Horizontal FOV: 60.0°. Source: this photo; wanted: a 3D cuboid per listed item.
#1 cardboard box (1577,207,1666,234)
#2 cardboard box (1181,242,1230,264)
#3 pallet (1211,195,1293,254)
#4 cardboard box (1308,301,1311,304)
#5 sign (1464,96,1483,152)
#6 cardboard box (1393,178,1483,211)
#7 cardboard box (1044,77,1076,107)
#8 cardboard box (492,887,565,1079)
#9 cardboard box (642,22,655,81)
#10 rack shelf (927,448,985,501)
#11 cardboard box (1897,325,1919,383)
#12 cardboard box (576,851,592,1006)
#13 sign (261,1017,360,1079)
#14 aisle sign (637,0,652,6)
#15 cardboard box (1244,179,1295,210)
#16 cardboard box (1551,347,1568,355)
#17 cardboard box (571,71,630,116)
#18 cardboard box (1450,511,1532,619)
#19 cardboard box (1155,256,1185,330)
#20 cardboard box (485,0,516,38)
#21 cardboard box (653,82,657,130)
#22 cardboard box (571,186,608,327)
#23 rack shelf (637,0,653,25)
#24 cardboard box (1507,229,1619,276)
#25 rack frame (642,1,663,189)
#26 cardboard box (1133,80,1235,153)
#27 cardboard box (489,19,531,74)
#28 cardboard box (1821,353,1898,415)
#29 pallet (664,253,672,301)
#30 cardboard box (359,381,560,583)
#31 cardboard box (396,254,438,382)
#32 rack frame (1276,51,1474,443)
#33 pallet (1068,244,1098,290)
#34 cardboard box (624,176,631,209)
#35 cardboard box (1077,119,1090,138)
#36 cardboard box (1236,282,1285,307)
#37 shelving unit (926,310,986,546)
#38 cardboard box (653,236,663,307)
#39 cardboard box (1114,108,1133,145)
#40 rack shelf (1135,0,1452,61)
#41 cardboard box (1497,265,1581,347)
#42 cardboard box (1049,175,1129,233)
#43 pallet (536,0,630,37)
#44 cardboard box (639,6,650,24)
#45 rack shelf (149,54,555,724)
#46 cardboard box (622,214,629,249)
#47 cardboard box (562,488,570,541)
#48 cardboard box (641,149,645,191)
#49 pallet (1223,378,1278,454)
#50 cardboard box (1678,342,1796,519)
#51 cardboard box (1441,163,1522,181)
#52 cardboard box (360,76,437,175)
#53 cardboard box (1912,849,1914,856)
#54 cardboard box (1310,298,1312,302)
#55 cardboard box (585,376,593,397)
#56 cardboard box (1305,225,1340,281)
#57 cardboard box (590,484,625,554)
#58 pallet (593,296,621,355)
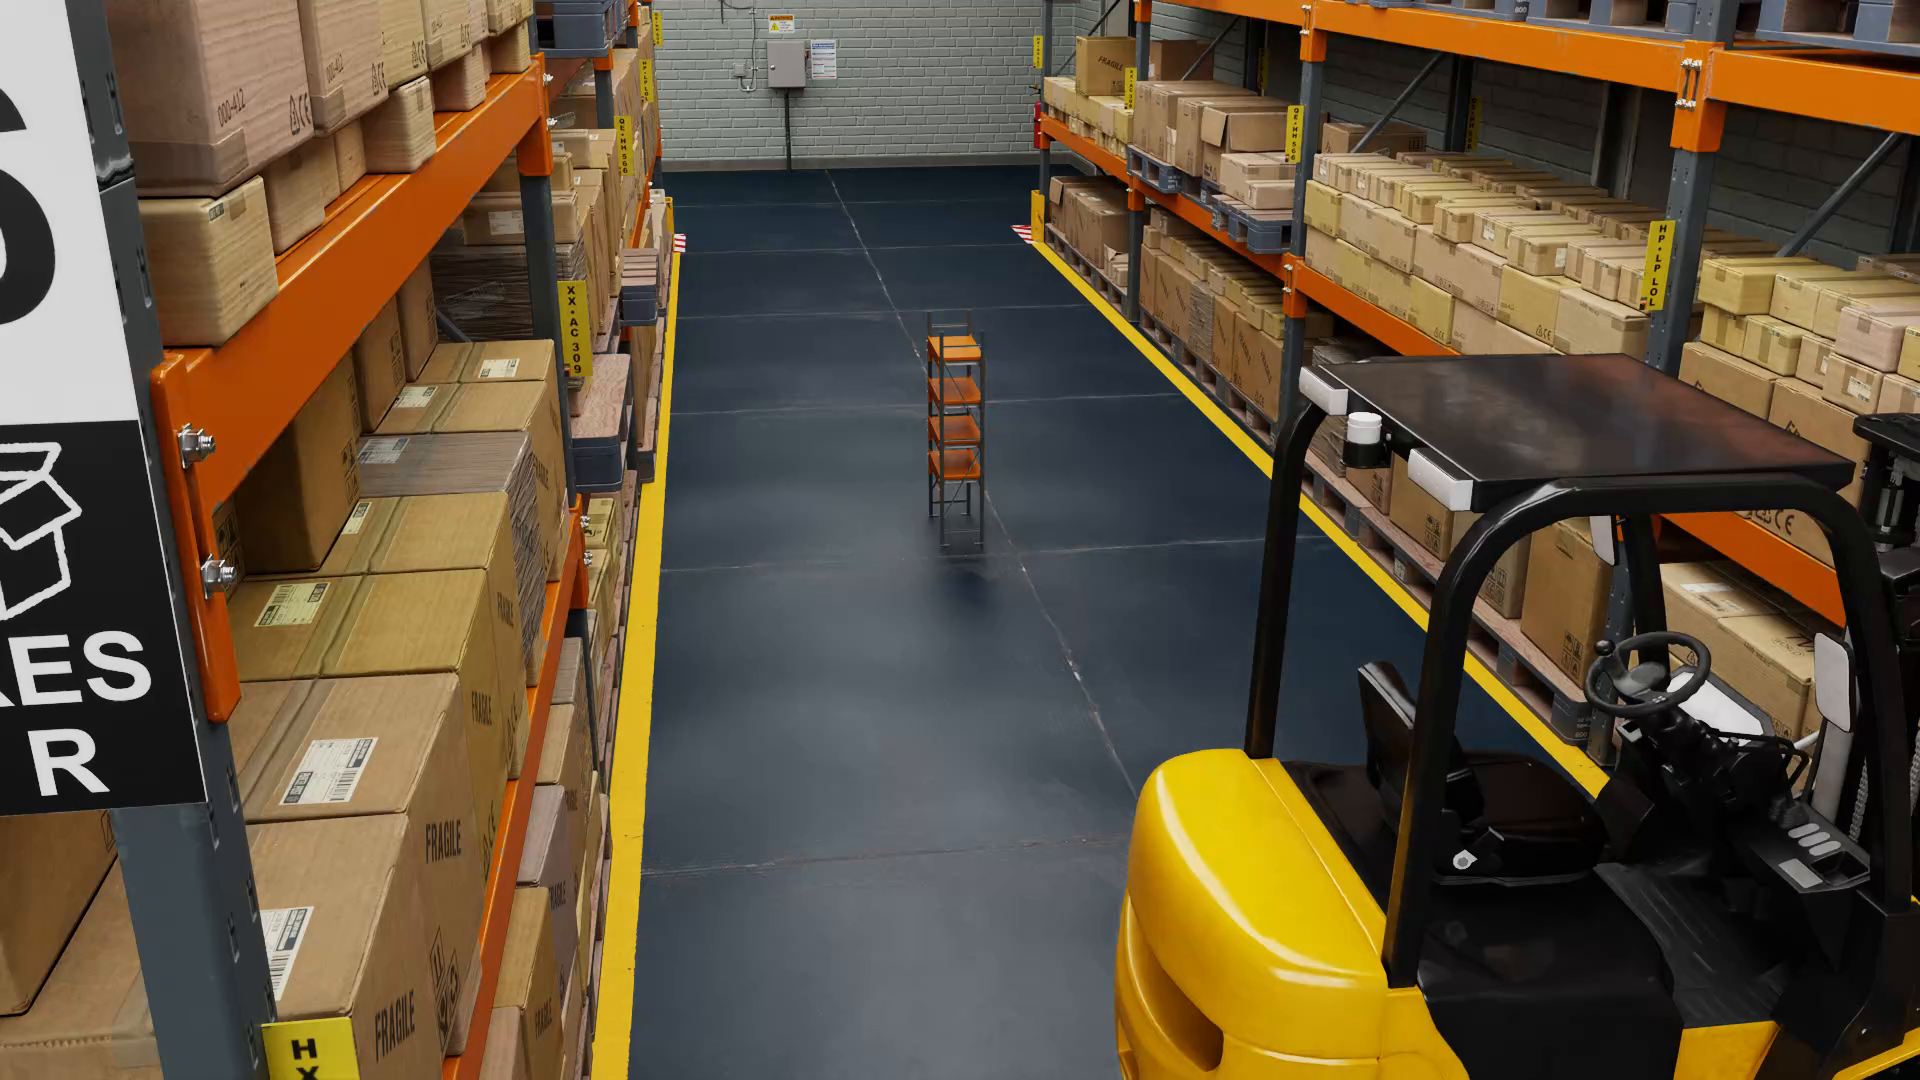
[{"bbox_3d":[3.109,-1.452,7.746,0.380,0.149,0.250,-3,21,-8],"label":"cardboard box"},{"bbox_3d":[1.932,-2.212,12.897,0.380,0.149,0.250,-3,21,-9],"label":"cardboard box"},{"bbox_3d":[2.336,-2.051,10.694,1.213,0.211,1.003,-3,21,-8],"label":"pallet"},{"bbox_3d":[2.592,-1.449,11.781,0.500,0.500,0.500,-2,21,-5],"label":"cardboard box"},{"bbox_3d":[3.052,-2.481,9.917,0.100,0.325,0.005,-3,21,-8],"label":"sign"},{"bbox_3d":[2.475,-1.780,8.624,0.380,0.149,0.250,-3,21,-7],"label":"cardboard box"},{"bbox_3d":[1.148,-4.578,16.975,0.500,0.250,0.500,-3,21,-7],"label":"cardboard box"},{"bbox_3d":[-1.246,1.196,3.986,0.500,0.500,0.500,-3,21,-7],"label":"cardboard box"},{"bbox_3d":[-3.152,-4.609,15.696,0.500,0.500,0.500,-3,21,-8],"label":"cardboard box"},{"bbox_3d":[-0.024,-0.370,9.253,0.258,0.148,0.480,-3,21,-8],"label":"rack shelf"},{"bbox_3d":[3.004,-0.533,4.860,0.380,0.149,0.250,-3,21,-9],"label":"cardboard box"},{"bbox_3d":[-1.394,1.193,5.064,0.500,0.250,0.500,-3,21,-9],"label":"cardboard box"},{"bbox_3d":[-0.718,0.679,1.874,0.100,0.325,0.005,-3,21,-8],"label":"sign"},{"bbox_3d":[-3.265,-5.686,16.438,0.394,0.787,0.004,-3,21,-8],"label":"aisle sign"},{"bbox_3d":[2.028,-2.197,10.569,0.380,0.149,0.250,-3,21,-7],"label":"cardboard box"},{"bbox_3d":[2.748,-0.616,6.792,0.500,0.250,0.500,-2,21,-7],"label":"cardboard box"},{"bbox_3d":[-2.378,-2.707,10.606,0.500,0.500,0.500,-2,21,-6],"label":"cardboard box"},{"bbox_3d":[2.889,-0.058,7.878,0.875,0.625,0.625,-3,21,-8],"label":"cardboard box"},{"bbox_3d":[1.860,-1.958,13.143,0.500,0.500,0.500,-3,21,-8],"label":"cardboard box"},{"bbox_3d":[-1.428,-1.433,4.268,0.500,0.250,0.500,-3,21,-9],"label":"cardboard box"},{"bbox_3d":[-3.089,-3.969,15.412,0.500,0.500,0.500,-2,21,-6],"label":"cardboard box"},{"bbox_3d":[-1.746,-1.178,6.915,0.500,0.500,0.500,-3,21,-8],"label":"cardboard box"},{"bbox_3d":[-3.273,-4.803,14.531,1.077,0.370,4.000,-3,21,-8],"label":"rack shelf"},{"bbox_3d":[2.603,-1.243,7.186,0.380,0.149,0.250,-4,21,-9],"label":"cardboard box"},{"bbox_3d":[-3.562,-4.428,16.784,1.000,3.000,0.127,-3,21,-8],"label":"rack frame"},{"bbox_3d":[1.775,-3.359,13.180,0.700,0.500,0.500,-2,21,-6],"label":"cardboard box"},{"bbox_3d":[-1.484,-1.467,4.927,0.380,0.149,0.250,-3,21,-7],"label":"cardboard box"},{"bbox_3d":[2.931,-0.484,5.155,0.380,0.149,0.250,-2,21,-7],"label":"cardboard box"},{"bbox_3d":[-3.197,-2.427,15.413,1.003,0.211,1.213,-3,21,-8],"label":"pallet"},{"bbox_3d":[-1.441,-0.140,4.736,0.500,0.500,0.500,-2,21,-6],"label":"cardboard box"},{"bbox_3d":[-1.983,-0.764,4.978,0.700,0.500,0.500,-3,21,-8],"label":"cardboard box"},{"bbox_3d":[2.503,-1.910,10.042,1.000,3.000,0.127,-3,21,-8],"label":"rack frame"},{"bbox_3d":[1.649,-2.649,16.008,1.003,0.211,1.213,-3,21,-8],"label":"pallet"},{"bbox_3d":[-2.311,-2.189,10.289,0.500,0.250,0.500,-2,21,-6],"label":"cardboard box"},{"bbox_3d":[1.320,-3.895,15.718,0.380,0.149,0.250,-2,21,-7],"label":"cardboard box"},{"bbox_3d":[2.123,-1.677,11.466,0.380,0.149,0.250,-2,21,-6],"label":"cardboard box"},{"bbox_3d":[-0.024,-0.619,9.160,0.258,1.200,0.503,-3,21,-8],"label":"shelving unit"},{"bbox_3d":[-2.969,-2.262,14.047,0.875,0.438,0.875,-3,21,-9],"label":"cardboard box"},{"bbox_3d":[1.611,-3.528,14.163,0.500,0.250,0.500,-2,21,-6],"label":"cardboard box"},{"bbox_3d":[2.214,-3.670,11.497,1.077,0.370,4.000,-3,21,-8],"label":"rack shelf"},{"bbox_3d":[2.674,-1.023,7.169,0.500,0.250,0.500,-3,21,-9],"label":"cardboard box"},{"bbox_3d":[1.344,-3.490,17.241,0.797,0.503,0.637,-4,21,-10],"label":"cardboard box"},{"bbox_3d":[-1.968,-2.168,6.716,1.213,0.211,1.003,-3,21,-8],"label":"pallet"},{"bbox_3d":[-3.131,-4.961,15.712,0.380,0.149,0.250,-3,21,-8],"label":"cardboard box"},{"bbox_3d":[-1.544,-0.649,3.407,1.077,0.370,4.000,-3,21,-8],"label":"rack shelf"},{"bbox_3d":[-2.230,-1.770,9.882,0.500,0.250,0.500,-3,21,-9],"label":"cardboard box"},{"bbox_3d":[-1.484,-0.059,5.447,0.380,0.149,0.250,-3,21,-8],"label":"cardboard box"},{"bbox_3d":[-2.671,-2.830,12.720,0.500,0.250,0.500,-3,21,-9],"label":"cardboard box"},{"bbox_3d":[2.433,-0.864,11.227,1.003,0.211,1.213,-3,21,-8],"label":"pallet"},{"bbox_3d":[2.885,-0.405,5.870,0.500,0.500,0.500,-3,21,-9],"label":"cardboard box"},{"bbox_3d":[2.875,-1.980,9.161,0.380,0.149,0.250,-3,21,-8],"label":"cardboard box"},{"bbox_3d":[-1.172,-0.754,3.020,0.380,0.149,0.250,-3,21,-7],"label":"cardboard box"},{"bbox_3d":[3.051,1.039,4.761,0.500,0.250,0.500,-3,21,-8],"label":"cardboard box"},{"bbox_3d":[2.662,-1.710,11.552,0.380,0.149,0.250,-4,21,-10],"label":"cardboard box"},{"bbox_3d":[-1.626,-0.646,6.418,0.380,0.149,0.250,-2,21,-7],"label":"cardboard box"},{"bbox_3d":[2.325,-1.673,9.624,0.500,0.250,0.500,-3,21,-8],"label":"cardboard box"},{"bbox_3d":[-2.223,-0.172,8.546,0.950,0.372,0.625,-3,21,-9],"label":"cardboard box"},{"bbox_3d":[-2.083,-0.885,7.572,1.003,0.211,1.213,-3,21,-8],"label":"pallet"}]
